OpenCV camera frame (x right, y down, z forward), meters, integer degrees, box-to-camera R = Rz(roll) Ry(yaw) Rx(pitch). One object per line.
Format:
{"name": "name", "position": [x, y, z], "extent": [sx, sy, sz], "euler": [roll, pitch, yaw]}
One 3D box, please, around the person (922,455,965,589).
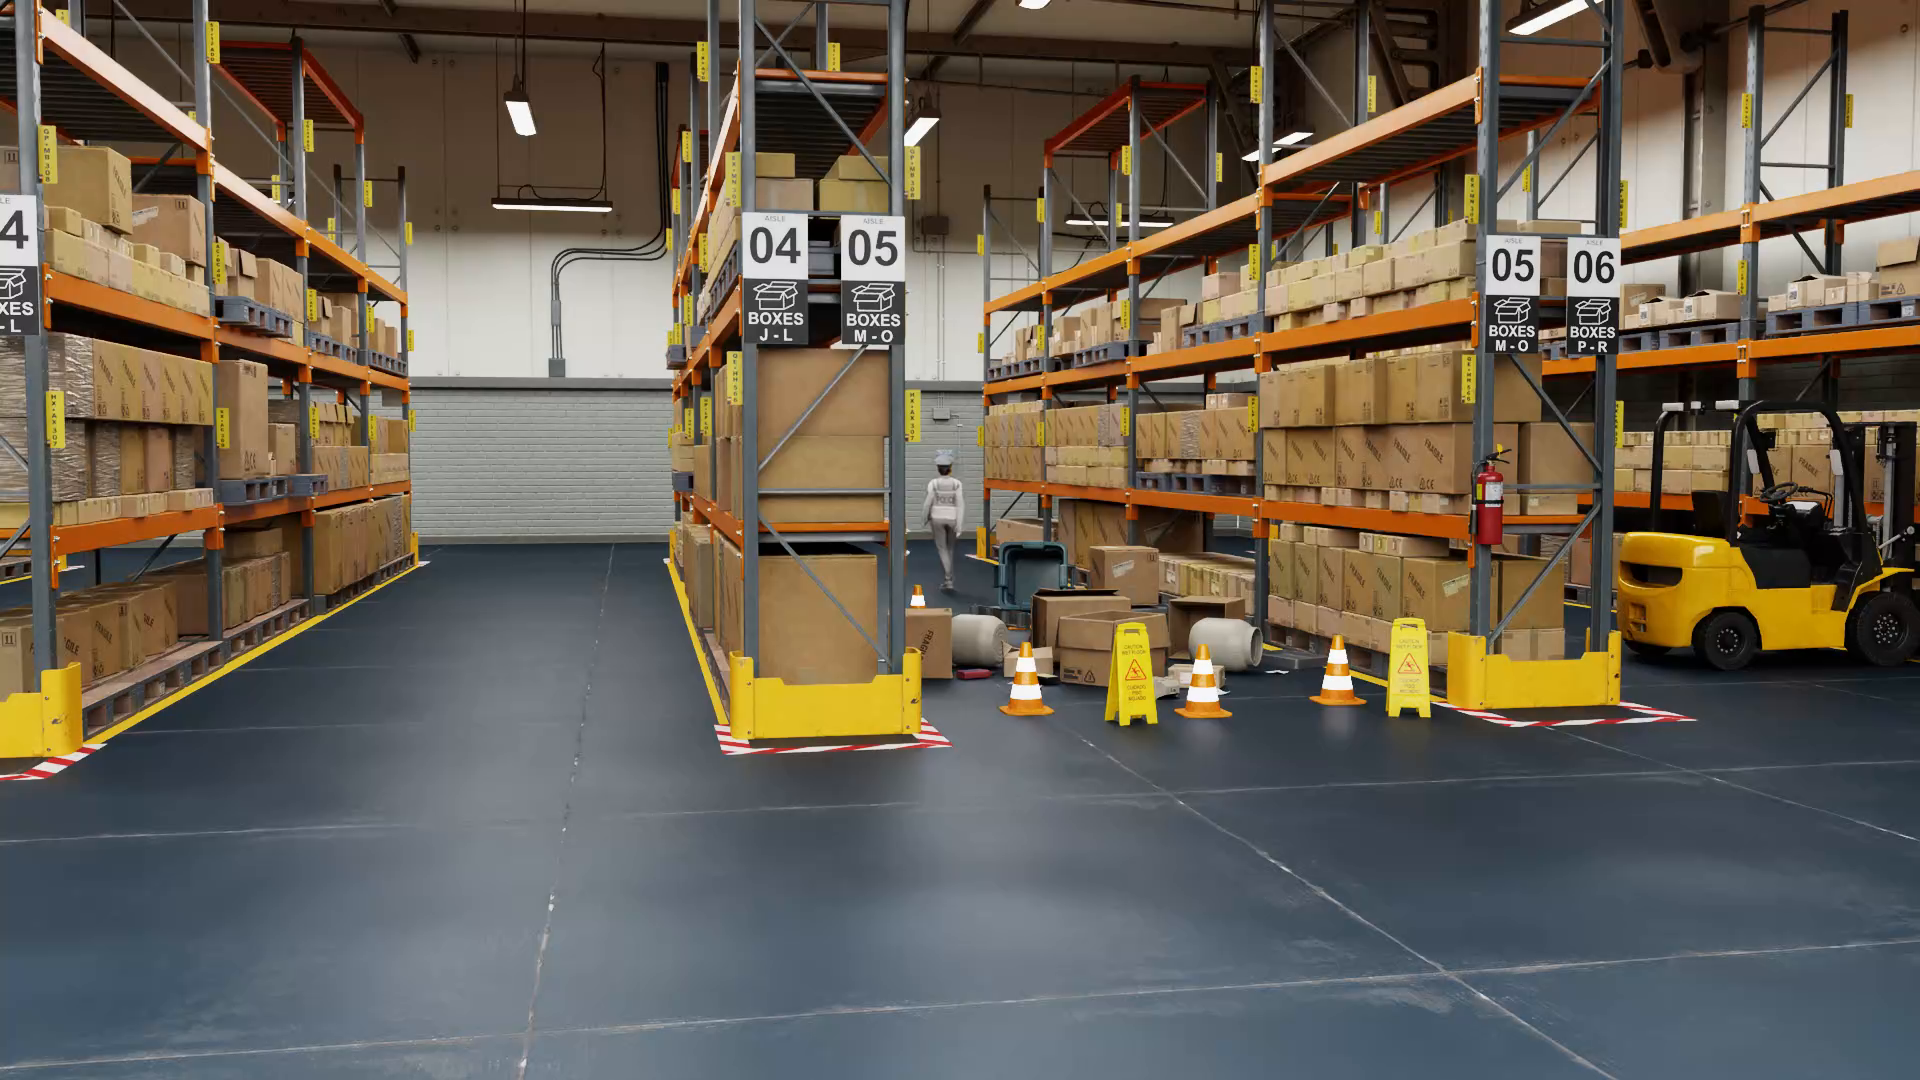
{"name": "person", "position": [-0.241, -0.214, 20.739], "extent": [0.488, 1.690, 0.822], "euler": [-1, 3, -19]}
